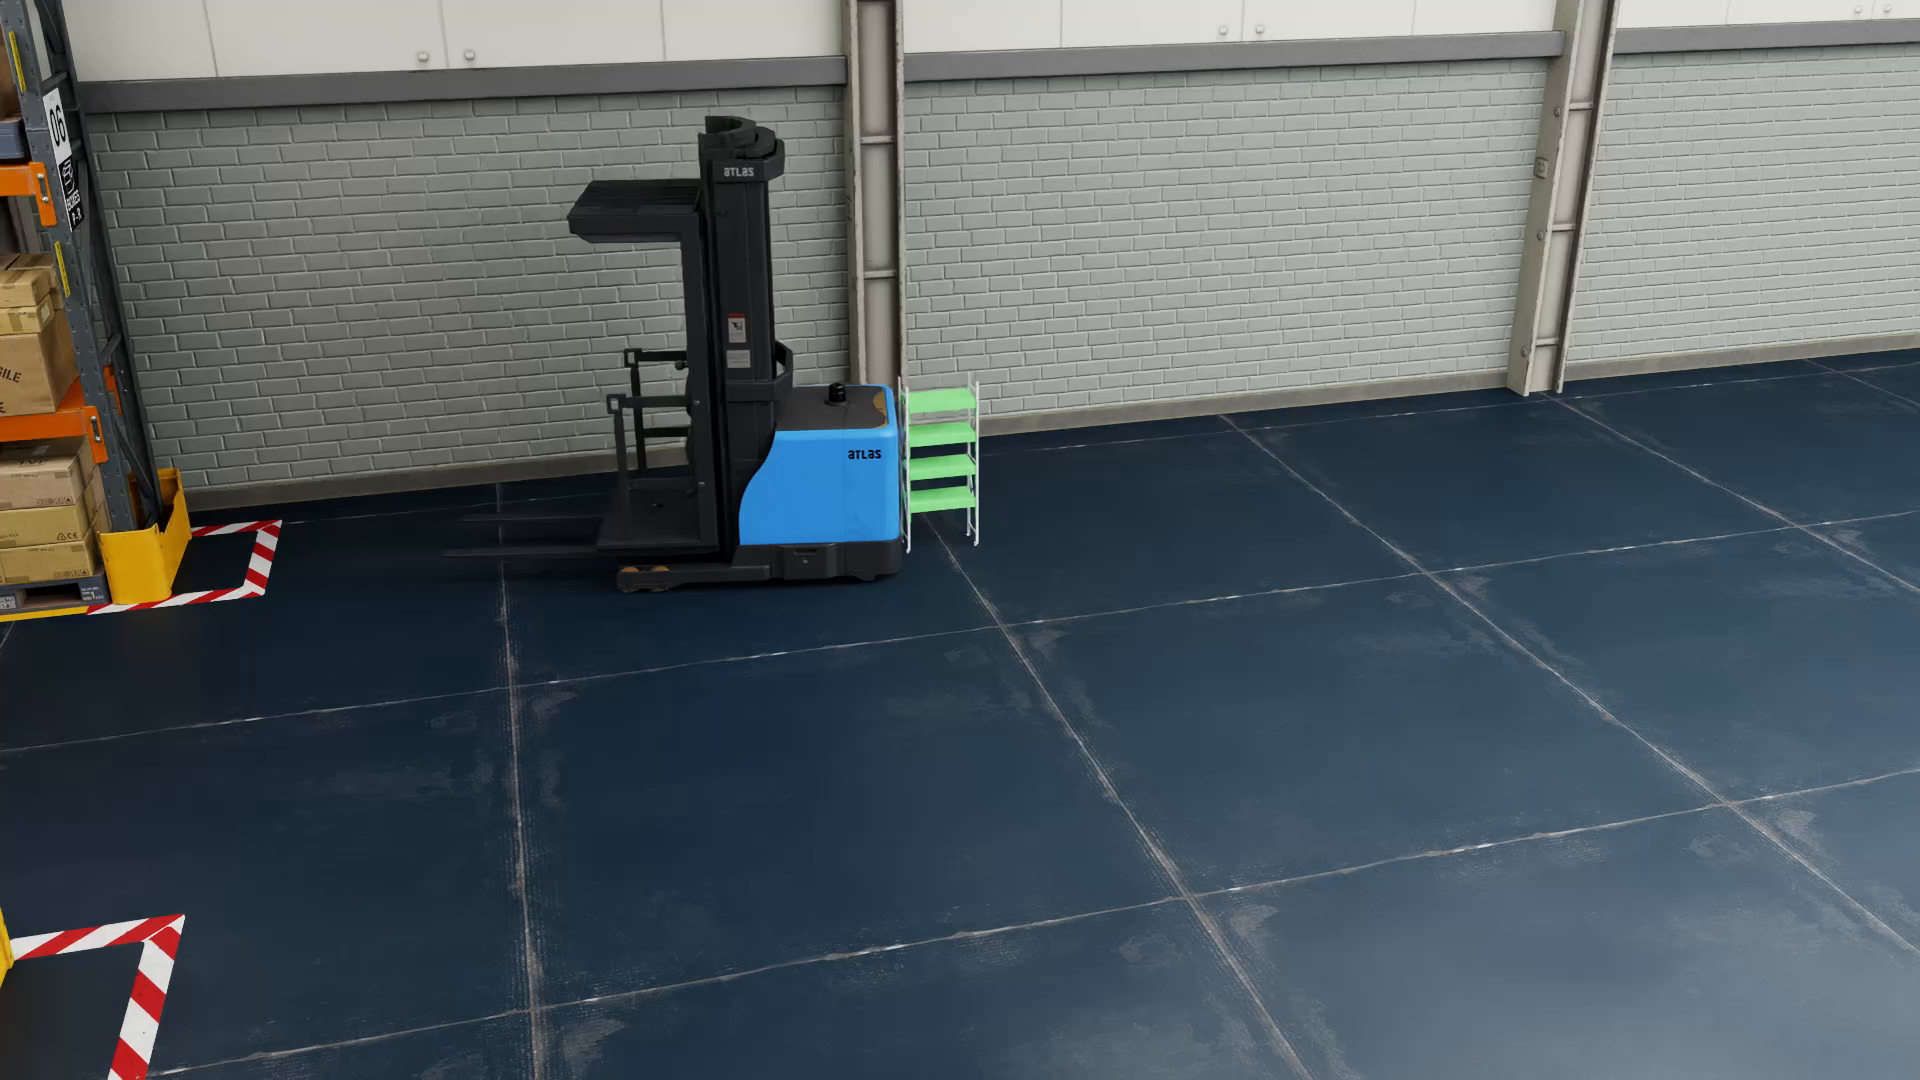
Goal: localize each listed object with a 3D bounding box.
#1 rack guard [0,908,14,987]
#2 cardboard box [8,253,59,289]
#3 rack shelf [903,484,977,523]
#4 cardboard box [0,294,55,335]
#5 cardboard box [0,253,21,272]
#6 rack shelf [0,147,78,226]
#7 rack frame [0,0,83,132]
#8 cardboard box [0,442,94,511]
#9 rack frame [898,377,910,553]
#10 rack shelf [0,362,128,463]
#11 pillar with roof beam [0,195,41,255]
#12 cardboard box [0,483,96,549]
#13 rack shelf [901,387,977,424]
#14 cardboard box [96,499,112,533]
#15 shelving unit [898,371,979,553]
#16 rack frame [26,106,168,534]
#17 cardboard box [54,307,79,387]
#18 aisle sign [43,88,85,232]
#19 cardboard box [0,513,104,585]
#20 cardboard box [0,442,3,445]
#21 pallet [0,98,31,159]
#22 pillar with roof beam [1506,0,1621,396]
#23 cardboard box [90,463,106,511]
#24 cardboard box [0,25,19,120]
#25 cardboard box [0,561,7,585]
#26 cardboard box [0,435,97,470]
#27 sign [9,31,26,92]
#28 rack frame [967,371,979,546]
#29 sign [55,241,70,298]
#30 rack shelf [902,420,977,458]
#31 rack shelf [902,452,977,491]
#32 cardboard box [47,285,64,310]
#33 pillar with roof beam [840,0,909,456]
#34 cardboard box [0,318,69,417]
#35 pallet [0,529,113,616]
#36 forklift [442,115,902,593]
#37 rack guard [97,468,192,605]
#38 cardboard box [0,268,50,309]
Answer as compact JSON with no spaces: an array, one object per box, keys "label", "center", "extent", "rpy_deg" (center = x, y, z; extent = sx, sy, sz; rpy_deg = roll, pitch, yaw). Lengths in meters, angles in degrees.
[{"label":"rack guard","center":[-4.232,1.855,6.794],"extent":[0.348,0.500,1.175],"rpy_deg":[-6,24,-14]},{"label":"cardboard box","center":[-5.884,-1.712,10.610],"extent":[0.250,0.149,0.380],"rpy_deg":[-7,24,-15]},{"label":"rack shelf","center":[-0.147,-0.254,11.591],"extent":[0.480,0.148,0.258],"rpy_deg":[-6,24,-14]},{"label":"cardboard box","center":[-5.761,-1.387,10.229],"extent":[0.250,0.149,0.380],"rpy_deg":[-6,24,-14]},{"label":"cardboard box","center":[-6.157,-1.708,10.599],"extent":[0.250,0.149,0.380],"rpy_deg":[-5,24,-13]},{"label":"rack shelf","center":[-7.429,-2.021,9.765],"extent":[4.000,0.370,1.077],"rpy_deg":[-6,24,-14]},{"label":"rack frame","center":[-5.503,-3.943,9.528],"extent":[0.127,3.000,1.000],"rpy_deg":[-6,24,-14]},{"label":"cardboard box","center":[-5.862,-0.408,10.583],"extent":[0.500,0.250,0.500],"rpy_deg":[-5,24,-13]},{"label":"rack frame","center":[-0.383,-0.509,11.414],"extent":[0.015,1.200,0.240],"rpy_deg":[-6,24,-14]},{"label":"rack shelf","center":[-7.429,-0.643,10.356],"extent":[4.000,0.370,1.077],"rpy_deg":[-6,24,-14]},{"label":"pillar with roof beam","center":[-5.254,-2.577,6.343],"extent":[0.400,9.000,9.100],"rpy_deg":[-6,24,-14]},{"label":"cardboard box","center":[-5.888,-0.175,10.674],"extent":[0.500,0.250,0.500],"rpy_deg":[-7,24,-15]},{"label":"rack shelf","center":[-0.147,-0.916,11.308],"extent":[0.480,0.148,0.258],"rpy_deg":[-6,24,-14]},{"label":"cardboard box","center":[-6.029,-0.138,11.221],"extent":[0.500,0.250,0.500],"rpy_deg":[-6,24,-14]},{"label":"shelving unit","center":[-0.147,-0.533,11.472],"extent":[0.503,1.200,0.258],"rpy_deg":[-6,24,-14]},{"label":"rack frame","center":[-5.503,-1.186,10.711],"extent":[0.127,3.000,1.000],"rpy_deg":[-6,24,-14]},{"label":"cardboard box","center":[-6.055,-1.285,10.814],"extent":[0.500,0.500,0.500],"rpy_deg":[-6,24,-13]},{"label":"aisle sign","center":[-5.361,-2.276,9.955],"extent":[0.004,0.787,0.394],"rpy_deg":[-6,24,-14]},{"label":"cardboard box","center":[-5.870,0.054,10.774],"extent":[0.500,0.250,0.500],"rpy_deg":[-6,24,-14]},{"label":"cardboard box","center":[-6.497,-0.541,10.894],"extent":[0.500,0.250,0.500],"rpy_deg":[-6,24,-14]},{"label":"pallet","center":[-6.191,-2.459,9.984],"extent":[1.213,0.211,1.003],"rpy_deg":[-6,24,-14]},{"label":"pillar with roof beam","center":[6.300,-3.855,9.322],"extent":[0.400,9.000,9.100],"rpy_deg":[-6,24,-14]},{"label":"cardboard box","center":[-6.012,-0.374,11.139],"extent":[0.500,0.250,0.500],"rpy_deg":[-6,24,-13]},{"label":"cardboard box","center":[-5.864,-2.710,9.671],"extent":[0.500,0.500,0.500],"rpy_deg":[-6,24,-13]},{"label":"cardboard box","center":[-6.352,0.104,10.659],"extent":[0.500,0.250,0.500],"rpy_deg":[-6,24,-14]},{"label":"cardboard box","center":[-6.017,-0.596,11.021],"extent":[0.500,0.250,0.500],"rpy_deg":[-7,24,-15]},{"label":"sign","center":[-5.370,-2.728,9.477],"extent":[0.005,0.325,0.100],"rpy_deg":[-6,24,-14]},{"label":"rack frame","center":[0.089,-0.558,11.529],"extent":[0.015,1.200,0.240],"rpy_deg":[-6,24,-14]},{"label":"sign","center":[-5.370,-1.620,9.952],"extent":[0.005,0.325,0.100],"rpy_deg":[-6,24,-14]},{"label":"rack shelf","center":[-0.147,-0.695,11.402],"extent":[0.480,0.148,0.258],"rpy_deg":[-6,24,-14]},{"label":"rack shelf","center":[-0.147,-0.475,11.497],"extent":[0.480,0.148,0.258],"rpy_deg":[-6,24,-14]},{"label":"cardboard box","center":[-5.900,-1.593,10.708],"extent":[0.250,0.149,0.380],"rpy_deg":[-7,24,-16]},{"label":"pillar with roof beam","center":[0.523,-3.216,7.833],"extent":[0.400,9.000,9.100],"rpy_deg":[-6,24,-14]},{"label":"cardboard box","center":[-5.906,-1.080,10.336],"extent":[0.500,0.500,0.500],"rpy_deg":[-7,24,-16]},{"label":"pallet","center":[-6.228,0.192,11.034],"extent":[1.213,0.211,1.003],"rpy_deg":[-6,24,-14]},{"label":"forklift","center":[-1.930,-1.216,10.868],"extent":[3.031,2.935,1.130],"rpy_deg":[-2,23,-4]},{"label":"rack guard","center":[-5.480,-0.040,11.210],"extent":[0.348,0.500,1.175],"rpy_deg":[-6,24,-14]},{"label":"cardboard box","center":[-5.791,-1.549,10.229],"extent":[0.250,0.149,0.380],"rpy_deg":[-6,24,-14]}]
